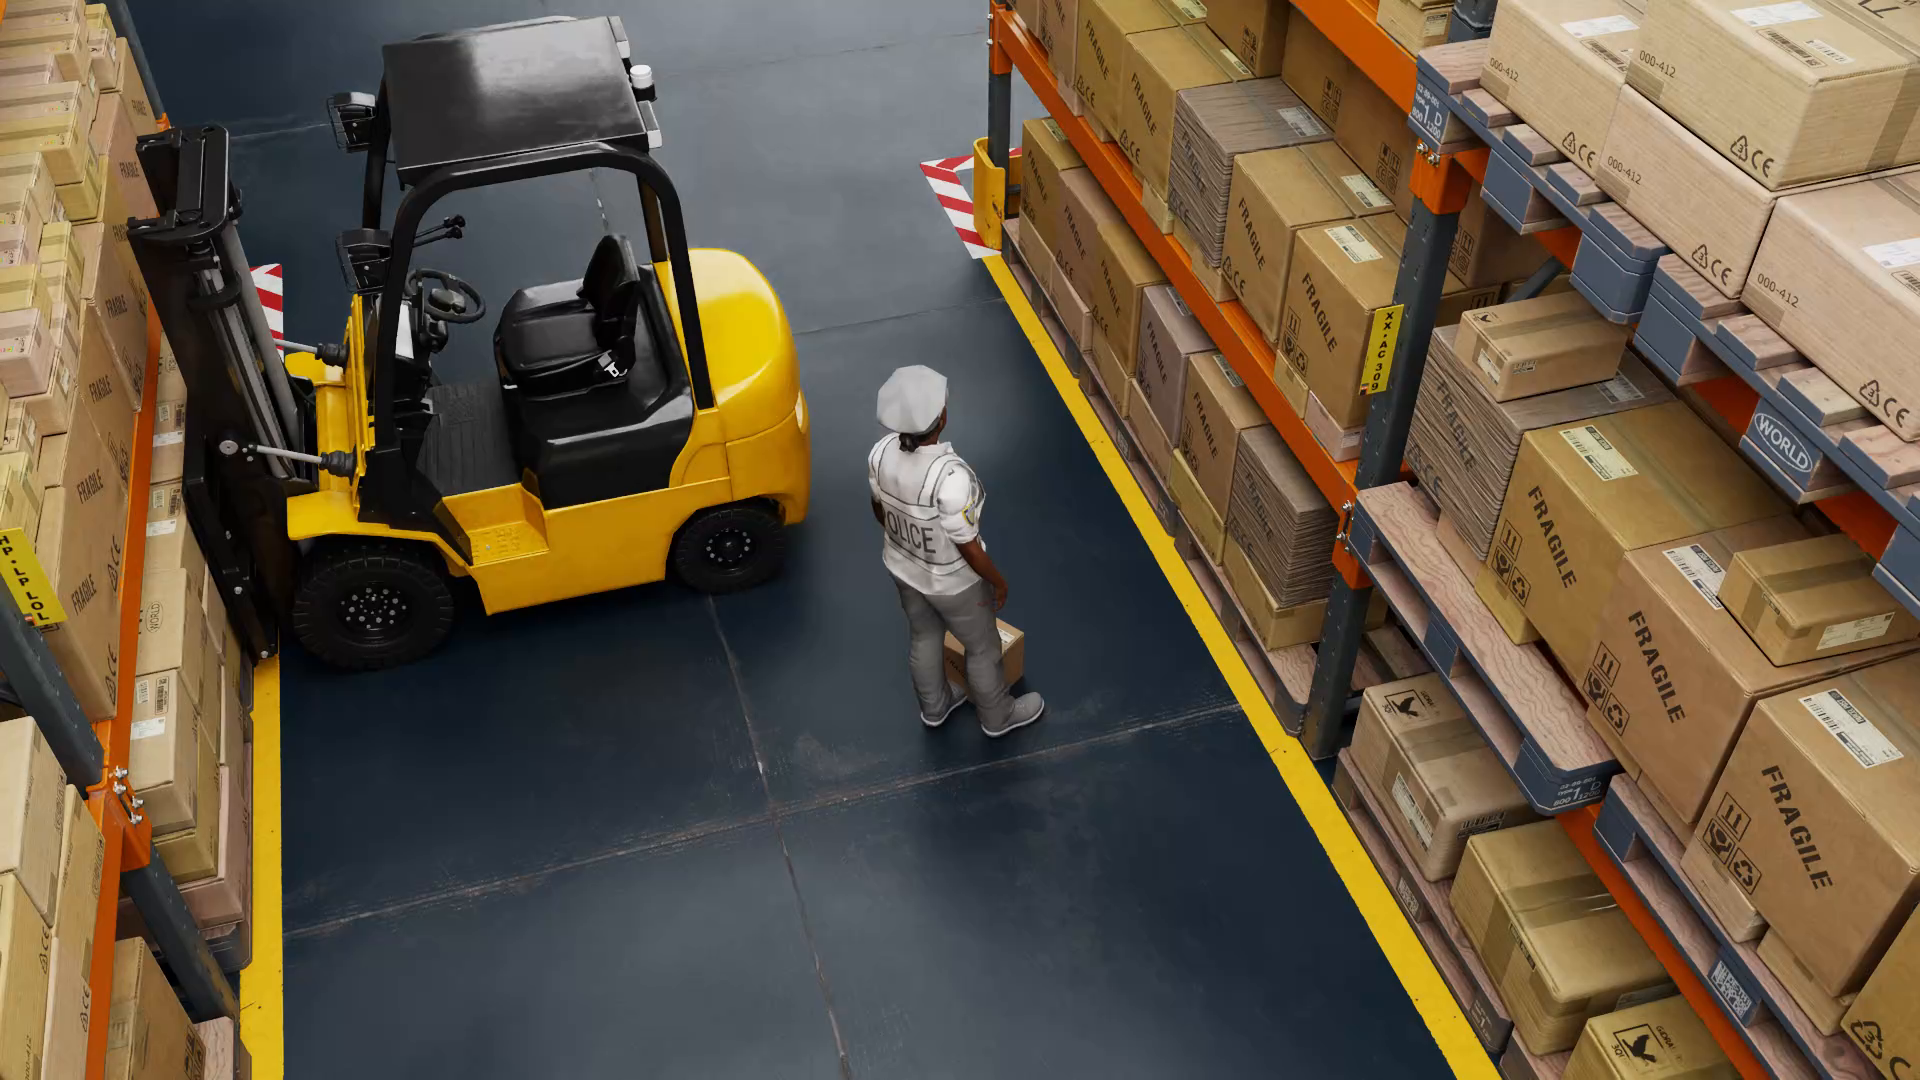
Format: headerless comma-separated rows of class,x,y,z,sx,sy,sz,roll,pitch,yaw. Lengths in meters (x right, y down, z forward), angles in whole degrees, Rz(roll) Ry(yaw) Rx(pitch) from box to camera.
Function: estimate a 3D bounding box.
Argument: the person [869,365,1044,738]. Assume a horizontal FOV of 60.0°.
person,-0.025,0.056,6.061,0.569,1.695,0.530,30,50,28
